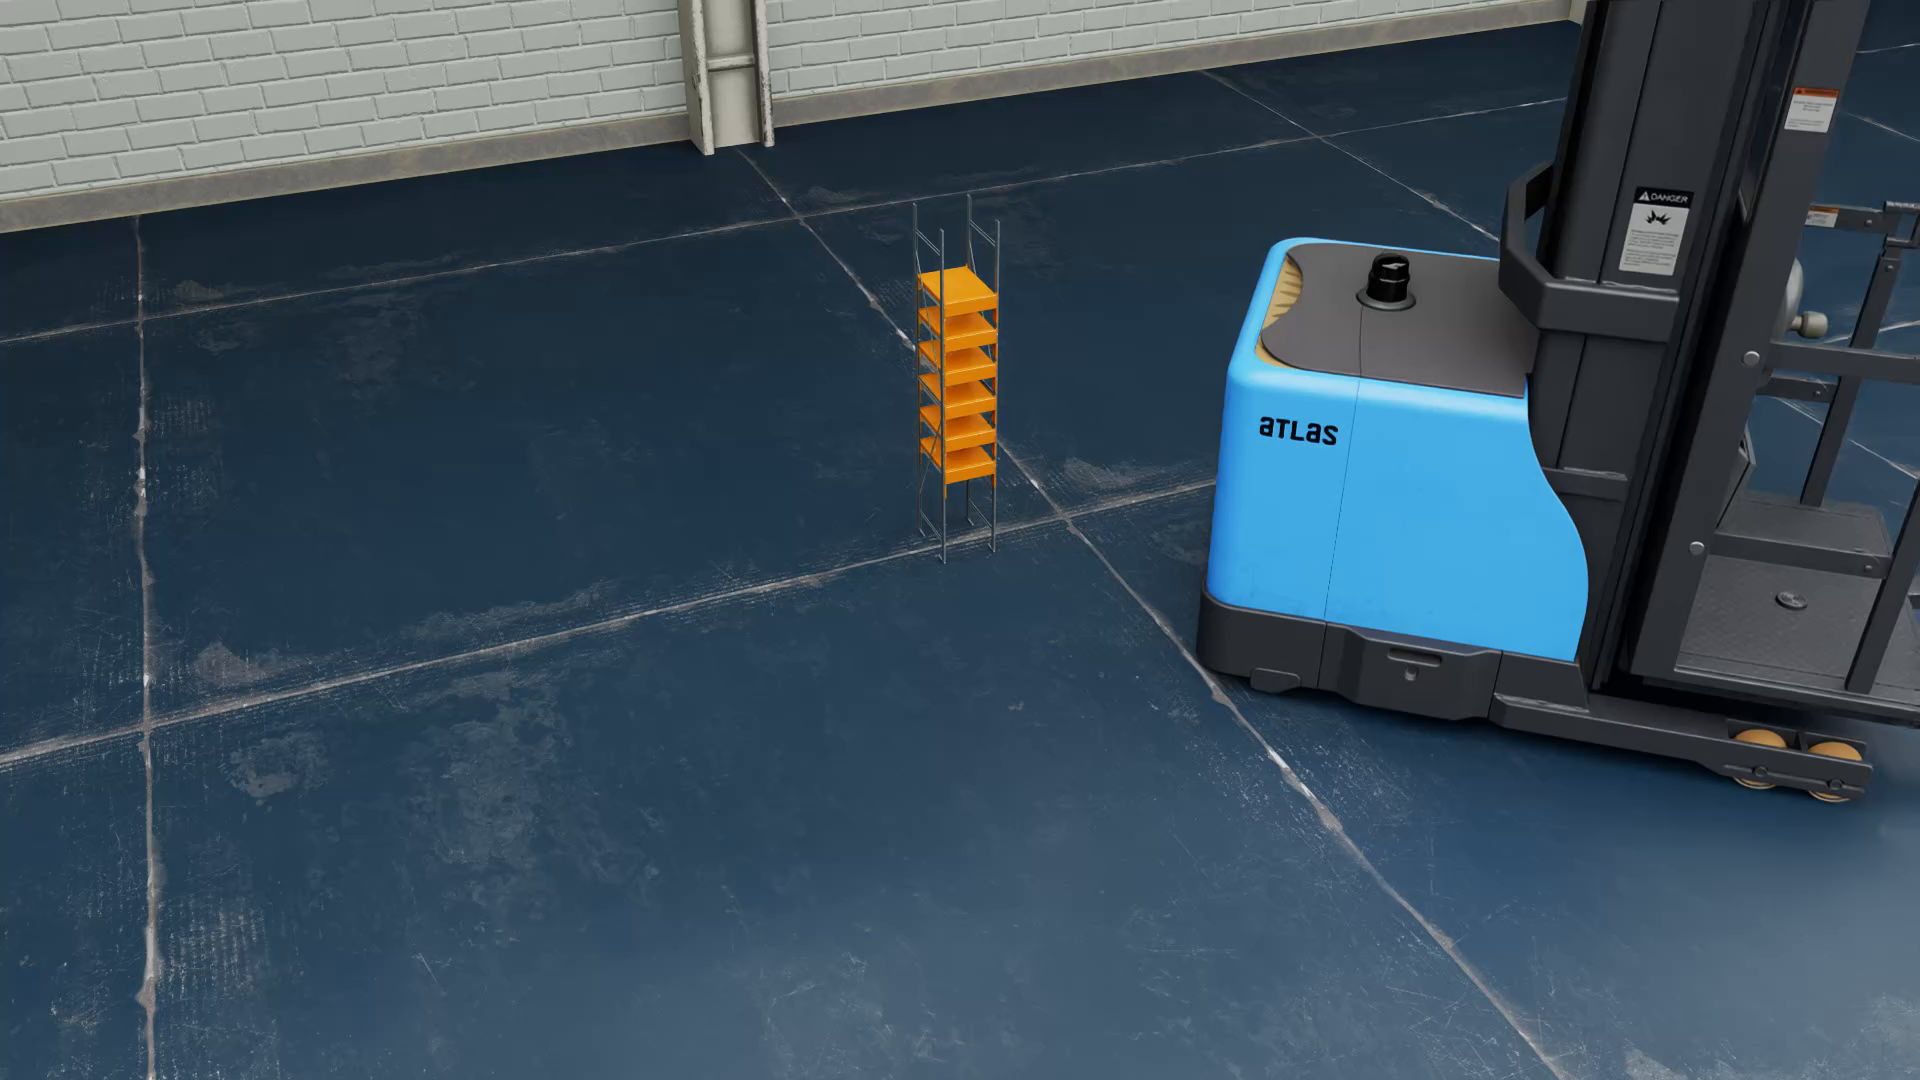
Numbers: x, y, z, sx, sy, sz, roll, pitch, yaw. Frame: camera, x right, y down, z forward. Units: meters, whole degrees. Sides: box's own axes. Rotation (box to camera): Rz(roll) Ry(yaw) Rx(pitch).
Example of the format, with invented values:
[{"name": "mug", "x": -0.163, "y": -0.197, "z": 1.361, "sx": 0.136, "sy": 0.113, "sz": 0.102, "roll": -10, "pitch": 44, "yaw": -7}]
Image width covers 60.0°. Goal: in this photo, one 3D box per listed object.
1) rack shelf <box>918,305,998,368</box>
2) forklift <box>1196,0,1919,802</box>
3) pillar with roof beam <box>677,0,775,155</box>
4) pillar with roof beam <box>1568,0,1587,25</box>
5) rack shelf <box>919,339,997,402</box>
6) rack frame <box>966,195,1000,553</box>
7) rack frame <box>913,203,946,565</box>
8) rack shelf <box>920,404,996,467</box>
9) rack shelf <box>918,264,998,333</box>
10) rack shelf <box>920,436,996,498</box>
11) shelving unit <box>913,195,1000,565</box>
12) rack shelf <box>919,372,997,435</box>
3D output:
[{"name": "rack shelf", "x": -0.013, "y": -0.664, "z": 5.311, "sx": 0.180, "sy": 0.103, "sz": 0.258, "roll": -13, "pitch": 35, "yaw": -19}, {"name": "forklift", "x": 2.297, "y": -0.824, "z": 4.328, "sx": 3.031, "sy": 2.935, "sz": 1.130, "roll": 9, "pitch": 34, "yaw": 14}, {"name": "pillar with roof beam", "x": 0.417, "y": -3.791, "z": 3.325, "sx": 0.400, "sy": 9.000, "sz": 9.100, "roll": -13, "pitch": 35, "yaw": -19}, {"name": "pillar with roof beam", "x": 5.949, "y": -5.058, "z": 5.272, "sx": 0.400, "sy": 9.000, "sz": 9.100, "roll": -13, "pitch": 35, "yaw": -19}, {"name": "rack shelf", "x": -0.013, "y": -0.563, "z": 5.377, "sx": 0.180, "sy": 0.103, "sz": 0.258, "roll": -13, "pitch": 35, "yaw": -19}, {"name": "rack frame", "x": 0.071, "y": -0.519, "z": 5.448, "sx": 0.006, "sy": 1.200, "sz": 0.240, "roll": -13, "pitch": 35, "yaw": -19}, {"name": "rack frame", "x": -0.098, "y": -0.481, "z": 5.388, "sx": 0.006, "sy": 1.200, "sz": 0.240, "roll": -13, "pitch": 35, "yaw": -19}, {"name": "rack shelf", "x": -0.013, "y": -0.362, "z": 5.508, "sx": 0.180, "sy": 0.103, "sz": 0.258, "roll": -13, "pitch": 35, "yaw": -19}, {"name": "rack shelf", "x": -0.013, "y": -0.764, "z": 5.246, "sx": 0.180, "sy": 0.103, "sz": 0.258, "roll": -13, "pitch": 35, "yaw": -19}, {"name": "rack shelf", "x": -0.013, "y": -0.261, "z": 5.573, "sx": 0.180, "sy": 0.103, "sz": 0.258, "roll": -13, "pitch": 35, "yaw": -19}, {"name": "shelving unit", "x": -0.013, "y": -0.500, "z": 5.418, "sx": 0.189, "sy": 1.200, "sz": 0.258, "roll": -13, "pitch": 35, "yaw": -19}, {"name": "rack shelf", "x": -0.013, "y": -0.463, "z": 5.442, "sx": 0.180, "sy": 0.103, "sz": 0.258, "roll": -13, "pitch": 35, "yaw": -19}]
